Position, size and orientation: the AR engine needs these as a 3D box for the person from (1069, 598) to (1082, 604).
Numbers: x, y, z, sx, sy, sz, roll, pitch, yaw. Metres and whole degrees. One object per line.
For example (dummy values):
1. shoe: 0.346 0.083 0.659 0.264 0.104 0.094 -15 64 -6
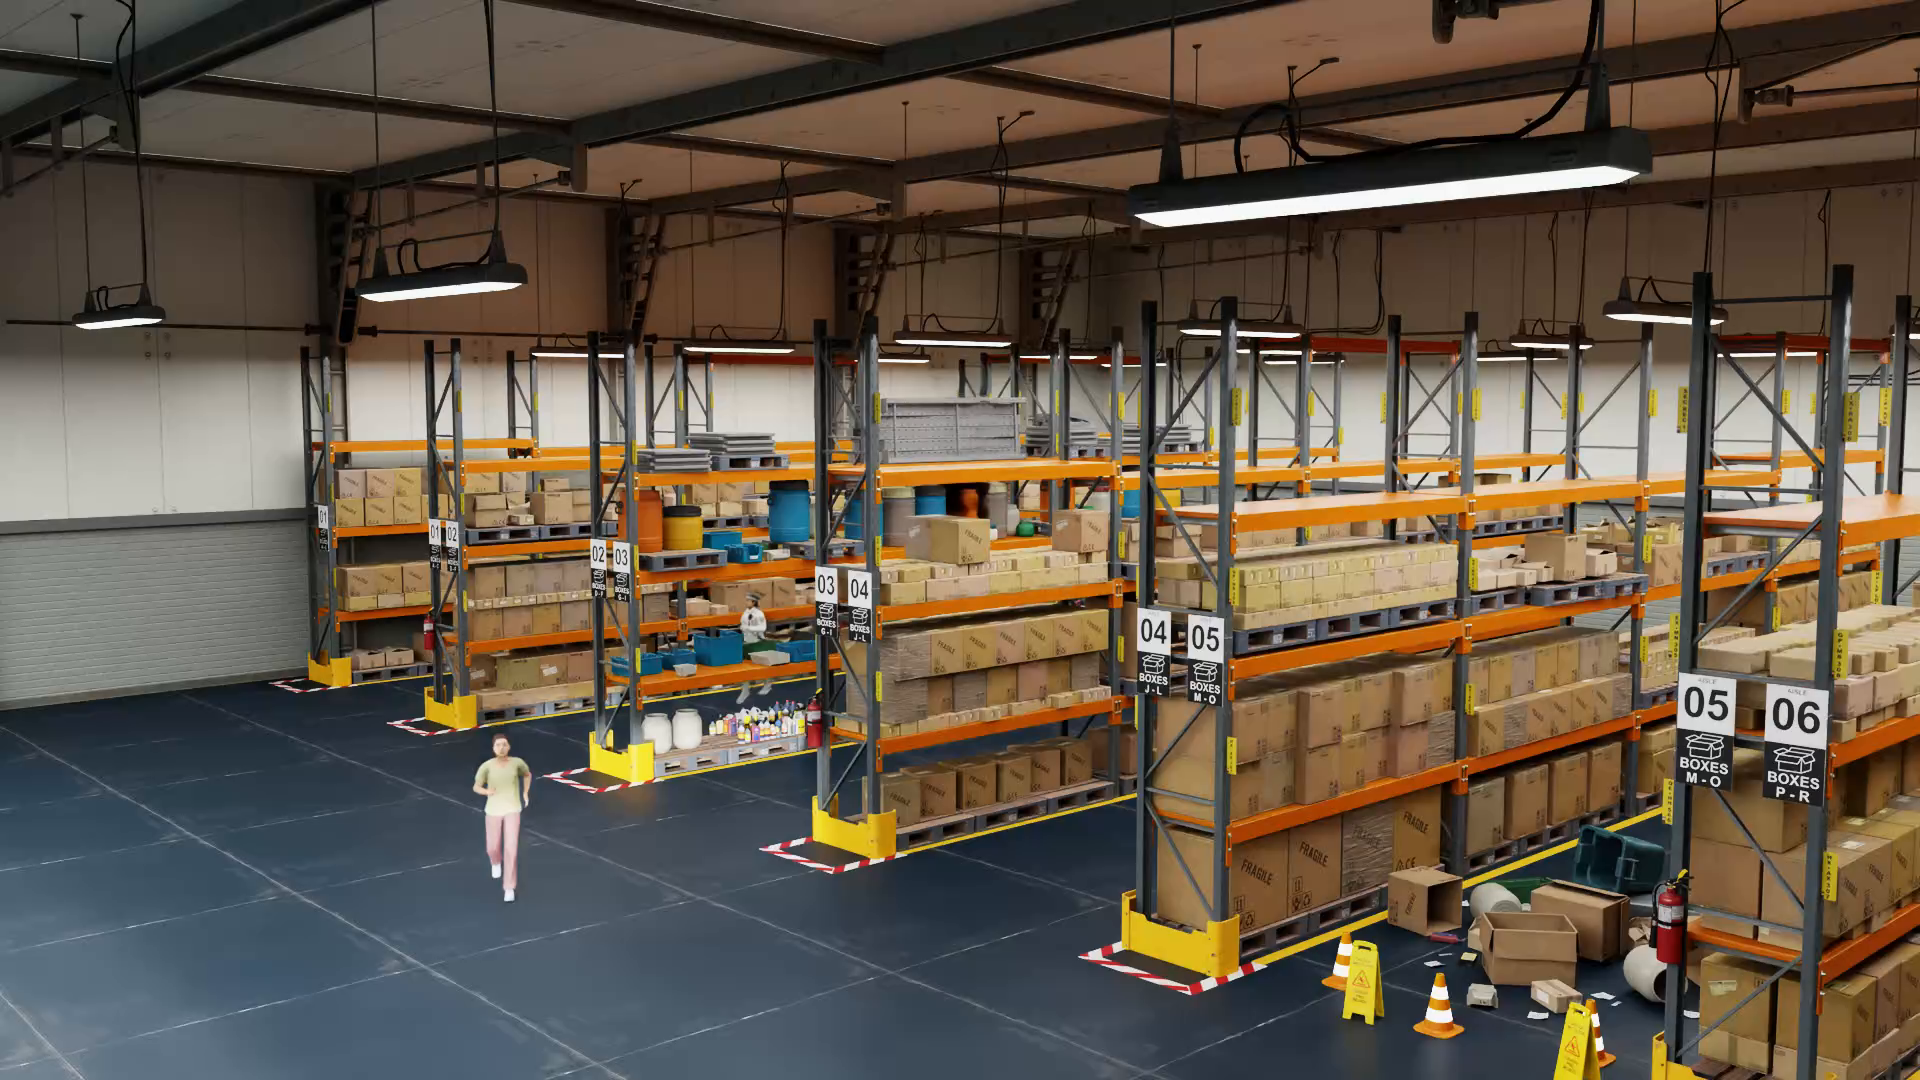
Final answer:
1. person: 2.419 1.442 32.734 0.663 1.713 0.870 3 6 31

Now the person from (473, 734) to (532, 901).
1. person: -4.721 2.941 17.209 0.587 1.393 0.926 -1 5 -15

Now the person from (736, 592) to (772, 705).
1. person: -3.276 1.712 26.605 0.581 1.795 0.722 4 6 38
